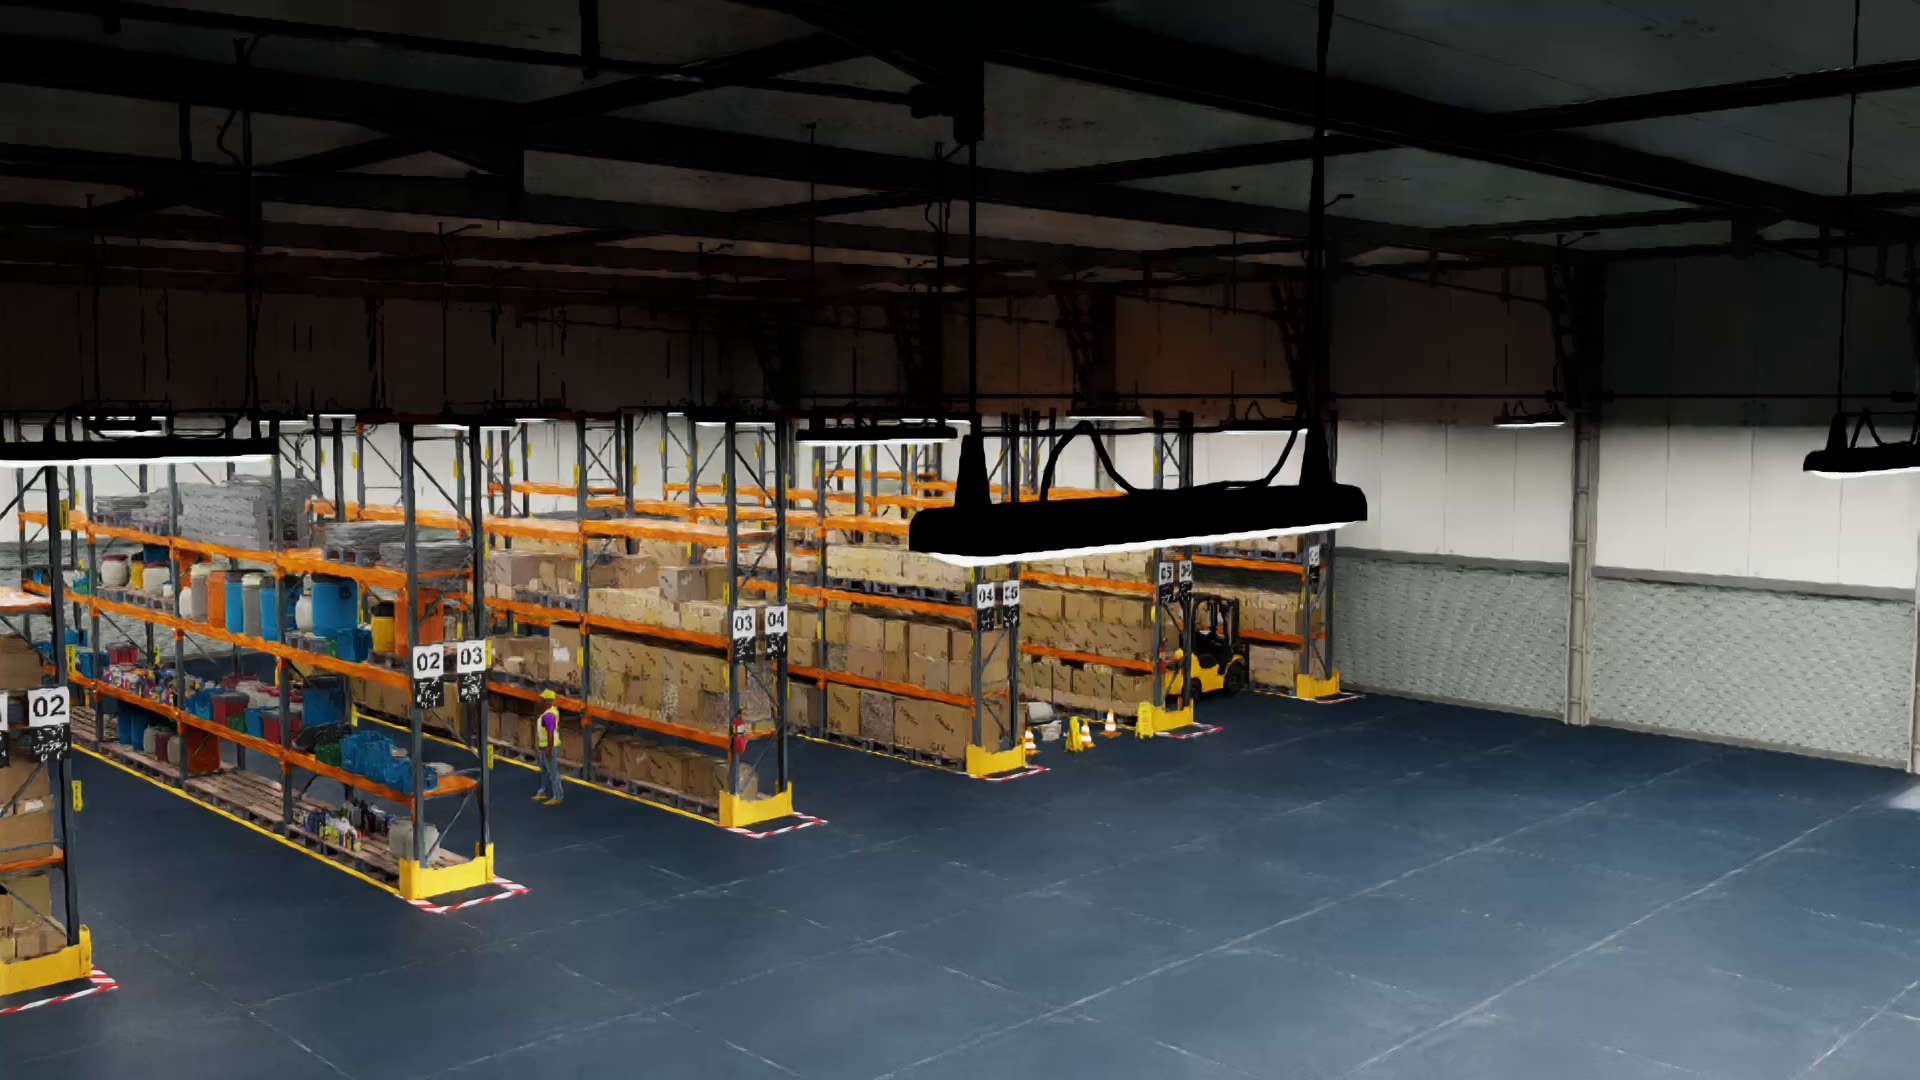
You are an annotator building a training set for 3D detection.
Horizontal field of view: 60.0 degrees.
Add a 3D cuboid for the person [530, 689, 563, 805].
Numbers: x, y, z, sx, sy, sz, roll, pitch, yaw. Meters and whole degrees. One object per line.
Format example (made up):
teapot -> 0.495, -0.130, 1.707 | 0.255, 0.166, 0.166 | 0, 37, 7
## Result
person -> -6.428, 3.195, 25.797 | 0.502, 1.764, 0.624 | -1, 5, -14
